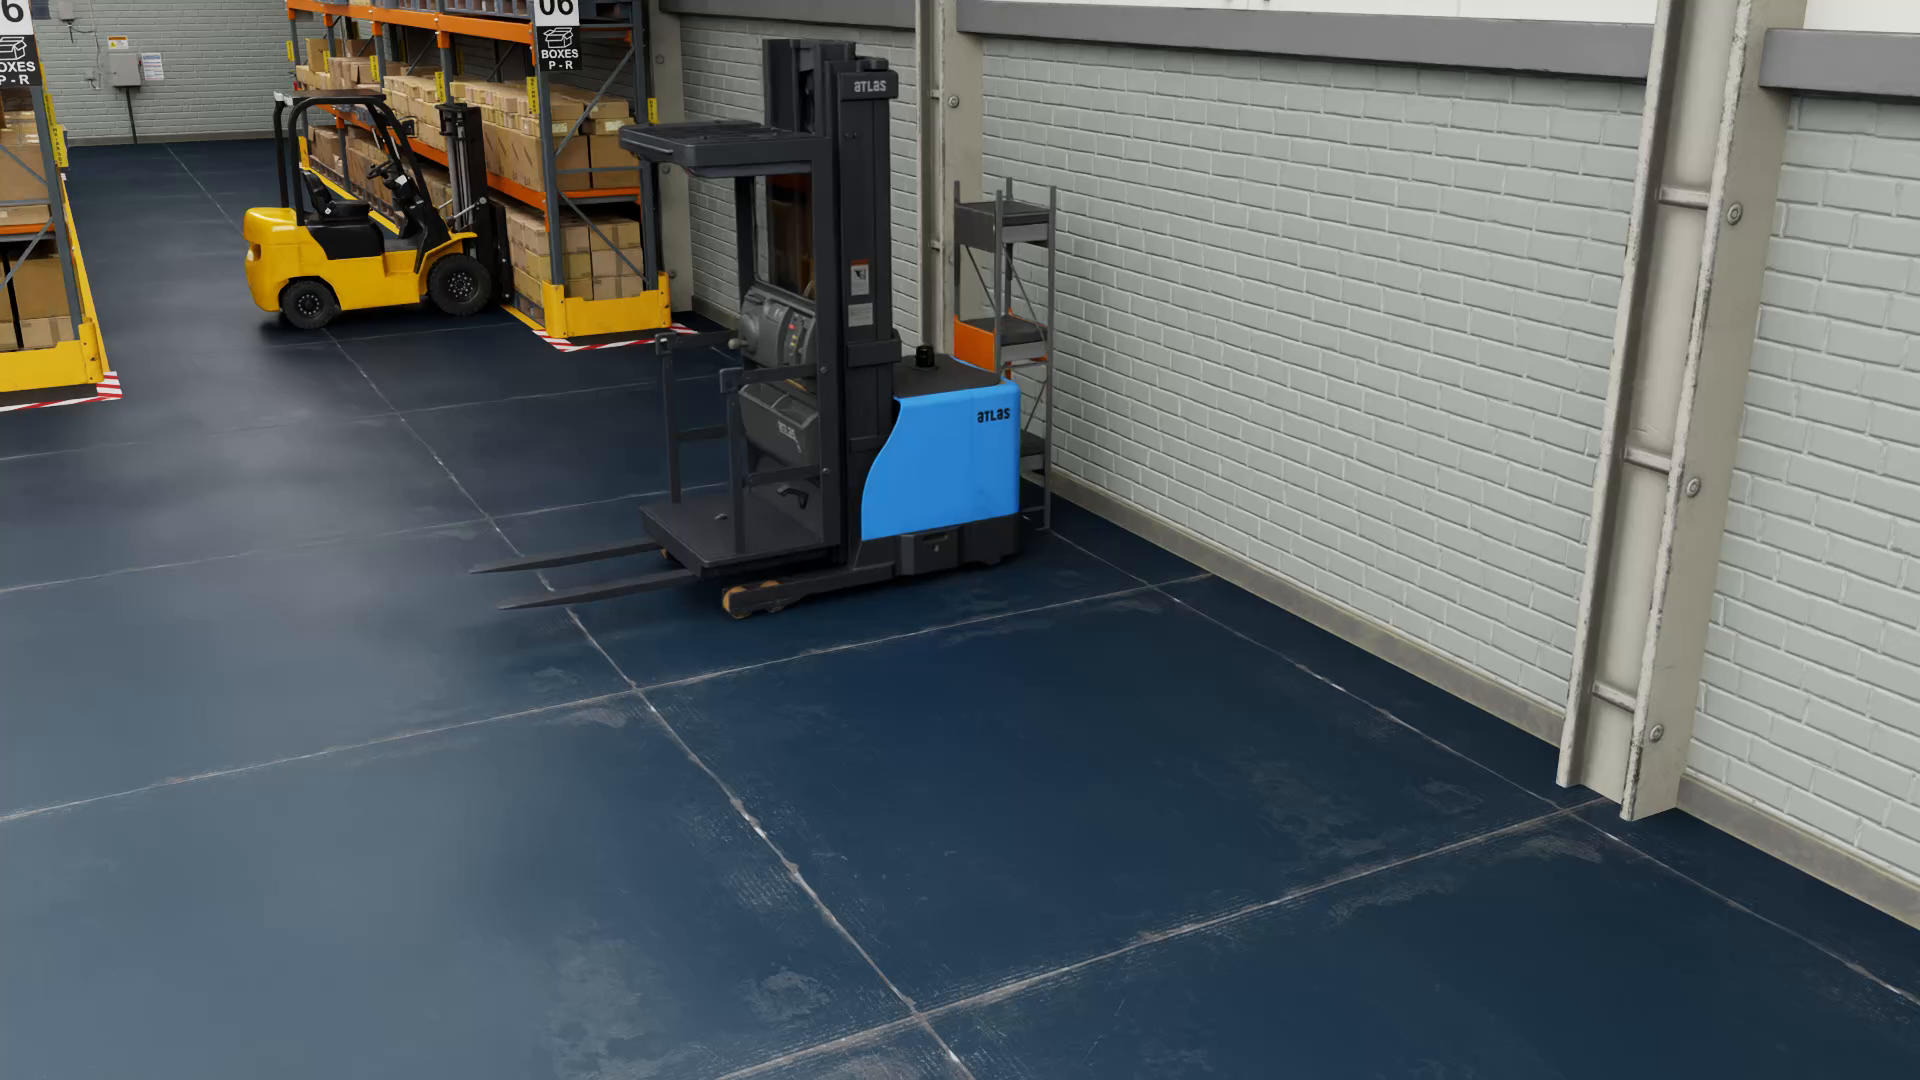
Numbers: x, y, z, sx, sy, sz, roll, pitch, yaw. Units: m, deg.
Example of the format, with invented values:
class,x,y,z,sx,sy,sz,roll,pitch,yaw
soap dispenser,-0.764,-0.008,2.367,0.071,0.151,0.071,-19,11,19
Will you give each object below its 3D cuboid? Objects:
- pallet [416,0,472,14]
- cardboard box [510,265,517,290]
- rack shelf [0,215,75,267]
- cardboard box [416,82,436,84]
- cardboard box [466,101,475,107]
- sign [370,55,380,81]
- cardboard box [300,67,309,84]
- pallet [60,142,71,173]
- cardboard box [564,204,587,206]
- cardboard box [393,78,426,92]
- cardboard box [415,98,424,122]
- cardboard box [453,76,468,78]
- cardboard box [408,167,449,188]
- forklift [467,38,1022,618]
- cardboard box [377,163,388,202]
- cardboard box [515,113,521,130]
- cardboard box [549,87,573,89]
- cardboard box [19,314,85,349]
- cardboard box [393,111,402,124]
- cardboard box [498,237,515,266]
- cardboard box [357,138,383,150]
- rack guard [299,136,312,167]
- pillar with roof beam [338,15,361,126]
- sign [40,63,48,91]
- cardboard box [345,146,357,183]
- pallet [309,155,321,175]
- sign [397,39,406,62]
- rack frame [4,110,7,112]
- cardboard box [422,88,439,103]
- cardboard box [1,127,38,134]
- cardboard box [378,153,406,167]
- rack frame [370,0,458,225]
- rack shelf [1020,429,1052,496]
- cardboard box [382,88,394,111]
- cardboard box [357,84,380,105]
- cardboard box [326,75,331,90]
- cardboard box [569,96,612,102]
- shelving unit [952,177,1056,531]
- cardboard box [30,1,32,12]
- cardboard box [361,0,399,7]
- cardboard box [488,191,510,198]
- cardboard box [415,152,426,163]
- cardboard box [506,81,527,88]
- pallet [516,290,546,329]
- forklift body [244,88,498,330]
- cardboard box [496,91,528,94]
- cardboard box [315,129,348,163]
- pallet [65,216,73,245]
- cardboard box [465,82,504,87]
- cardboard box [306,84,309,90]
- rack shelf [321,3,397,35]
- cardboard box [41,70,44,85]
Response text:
class,x,y,z,sx,sy,sz,roll,pitch,yaw
pallet,-5.713,-6.179,19.135,0.805,0.209,1.217,-11,22,-29
cardboard box,-4.342,-2.726,17.004,0.500,0.250,0.500,-10,21,-26
rack shelf,-8.700,-2.916,15.087,1.077,0.370,4.000,-10,21,-27
cardboard box,-6.460,-5.537,20.431,0.380,0.149,0.250,-10,21,-27
cardboard box,-5.039,-4.595,17.702,0.380,0.149,0.250,-9,21,-25
sign,-7.656,-6.172,21.765,0.100,0.325,0.005,-10,21,-27
cardboard box,-10.763,-7.798,27.906,0.500,0.250,0.500,-10,21,-26
pallet,-9.885,-3.982,17.366,1.003,0.211,1.213,-10,21,-27
cardboard box,-4.151,-3.427,17.503,0.500,0.250,0.500,-10,22,-28
cardboard box,-7.018,-5.819,21.249,0.380,0.149,0.250,-9,21,-25
cardboard box,-6.230,-5.161,19.954,0.500,0.250,0.500,-10,21,-26
cardboard box,-6.558,-5.899,21.480,0.380,0.149,0.250,-10,21,-27
cardboard box,-6.581,-4.457,21.446,0.875,0.625,0.625,-9,21,-25
forklift,-1.179,-1.162,9.005,3.031,2.935,1.130,-10,22,-27
cardboard box,-7.801,-4.999,23.208,0.500,0.500,0.500,-10,22,-27
cardboard box,-4.119,-4.088,16.232,0.380,0.149,0.250,-10,21,-27
cardboard box,-4.286,-4.677,17.484,0.380,0.149,0.250,-10,22,-27
cardboard box,-7.890,-1.855,14.481,0.500,0.250,0.500,-10,21,-27
cardboard box,-6.952,-5.367,21.318,0.500,0.250,0.500,-10,22,-28
cardboard box,-4.382,-2.969,16.942,0.500,0.250,0.500,-11,22,-28
cardboard box,-8.814,-5.937,24.932,0.380,0.149,0.250,-11,22,-29
rack guard,-10.945,-6.842,29.192,1.175,0.500,0.348,-10,21,-27
pillar with roof beam,-15.257,-11.128,28.585,9.100,9.000,0.400,-10,21,-27
sign,-11.076,-5.575,20.037,0.100,0.325,0.005,-10,21,-27
cardboard box,-9.050,-5.740,25.356,0.500,0.500,0.500,-9,21,-24
pallet,-10.566,-6.476,28.577,1.003,0.211,1.213,-10,21,-27
sign,-8.595,-7.531,25.583,0.100,0.325,0.005,-10,21,-27
rack frame,-9.650,-3.830,16.634,1.000,3.000,0.127,-10,21,-27
cardboard box,-6.091,-5.223,19.520,0.380,0.149,0.250,-11,22,-28
cardboard box,-8.223,-3.343,14.612,0.500,0.500,0.500,-10,22,-28
cardboard box,-7.797,-5.248,22.936,0.380,0.149,0.250,-11,22,-29
rack frame,-7.183,-5.749,22.193,1.000,3.000,0.127,-10,21,-27
rack shelf,0.260,-0.428,10.340,0.431,0.518,0.480,-11,22,-28
cardboard box,-7.209,-5.745,21.645,0.500,0.250,0.500,-10,21,-27
cardboard box,-7.968,-6.129,22.881,0.500,0.250,0.500,-11,22,-29
cardboard box,-9.538,-7.075,25.810,0.500,0.250,0.500,-9,21,-25
cardboard box,-3.588,-4.230,16.188,0.380,0.149,0.250,-10,21,-26
shelving unit,0.260,-1.102,10.107,0.431,2.100,0.503,-11,22,-28
cardboard box,-7.985,-4.502,13.754,0.500,0.250,0.500,-10,22,-27
cardboard box,-7.640,-7.205,22.046,0.500,0.250,0.500,-11,22,-28
cardboard box,-5.096,-3.636,18.109,0.500,0.250,0.500,-10,21,-27
cardboard box,-7.447,-5.410,23.404,0.380,0.149,0.250,-10,21,-26
cardboard box,-4.783,-4.972,18.337,0.380,0.149,0.250,-11,22,-28
pallet,-3.784,-2.347,16.609,1.003,0.211,1.213,-10,21,-27
forklift body,-5.890,-3.313,16.434,2.313,2.155,1.214,-10,21,-27
cardboard box,-4.473,-4.456,16.843,0.380,0.149,0.250,-10,21,-26
cardboard box,-10.403,-6.620,27.907,0.700,0.500,0.500,-9,21,-24
pallet,-11.857,-3.899,21.106,1.003,0.211,1.213,-10,21,-27
cardboard box,-5.174,-4.899,18.127,0.380,0.149,0.250,-10,21,-26
cardboard box,-10.905,-7.724,28.301,0.380,0.149,0.250,-9,21,-25
rack shelf,-8.132,-7.401,23.484,1.077,0.370,4.000,-10,21,-27
cardboard box,-9.562,-4.713,16.945,0.380,0.149,0.250,-10,21,-27
